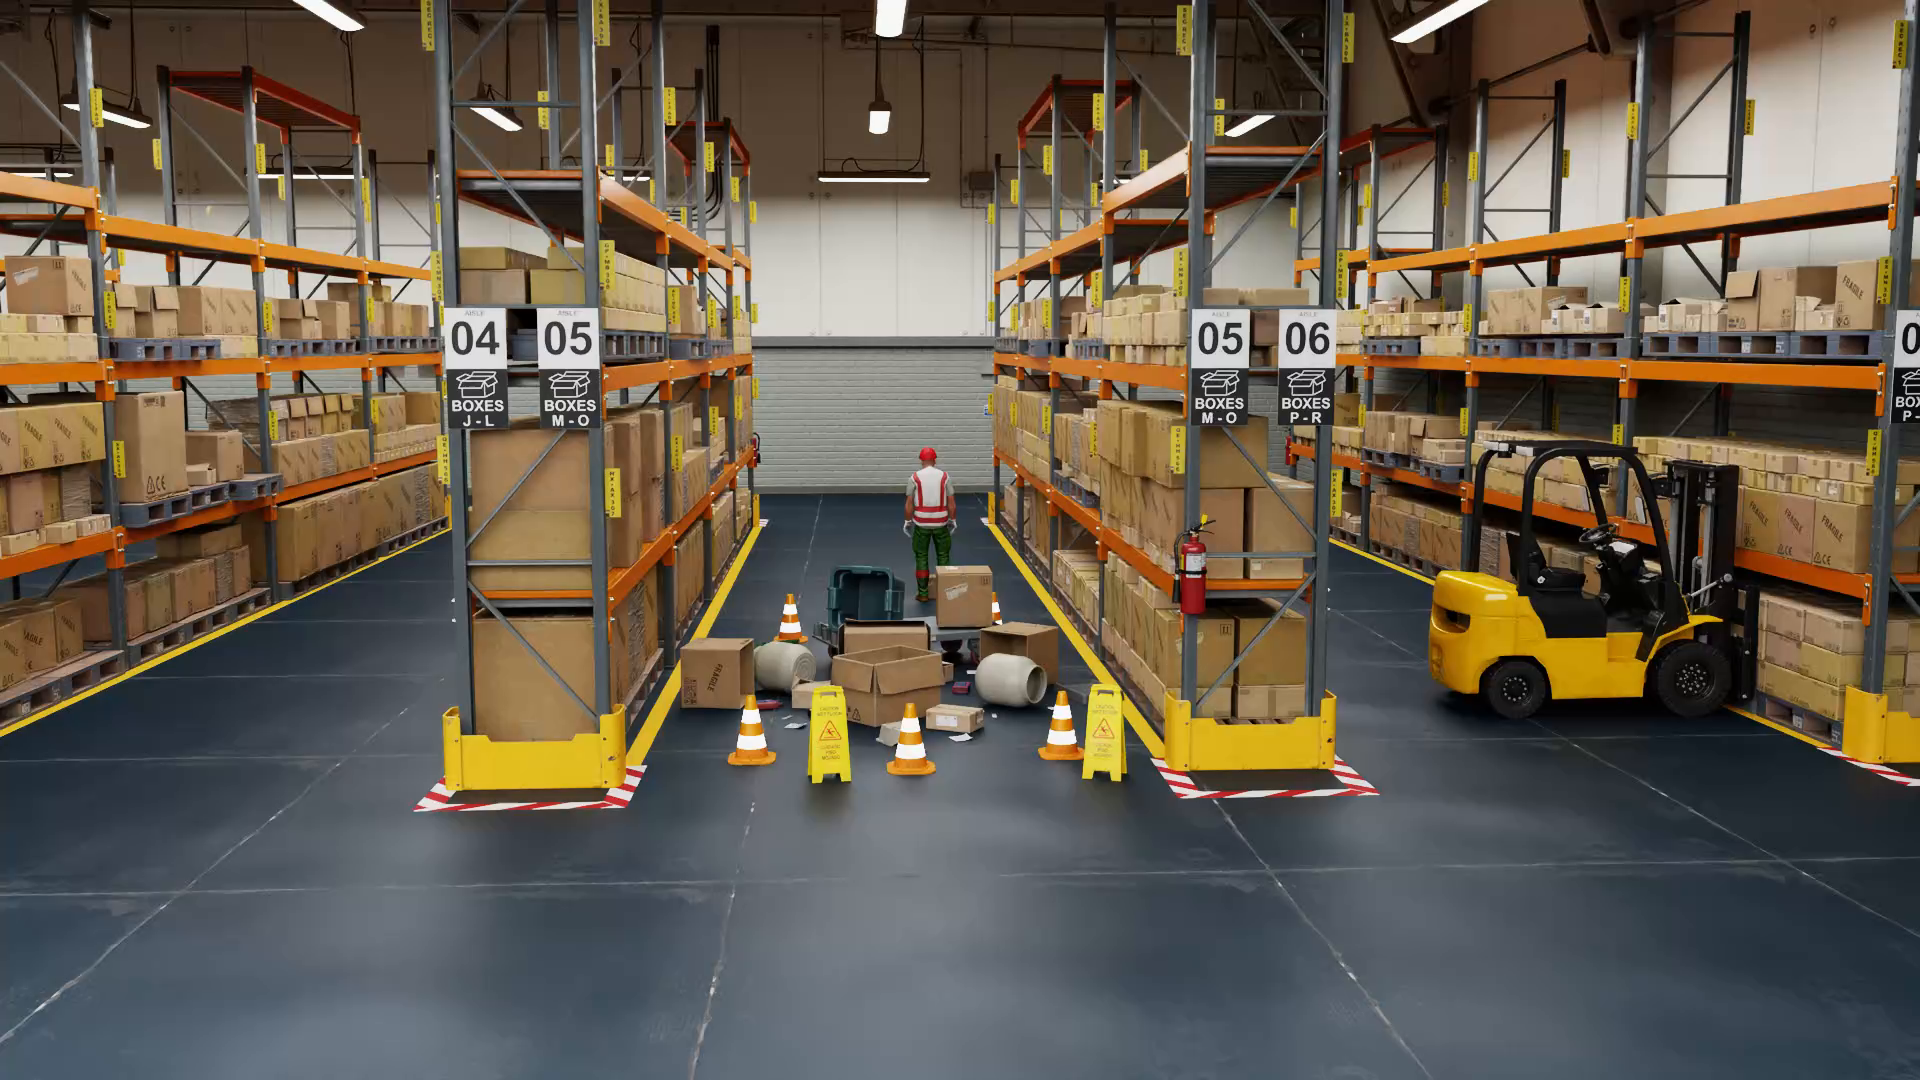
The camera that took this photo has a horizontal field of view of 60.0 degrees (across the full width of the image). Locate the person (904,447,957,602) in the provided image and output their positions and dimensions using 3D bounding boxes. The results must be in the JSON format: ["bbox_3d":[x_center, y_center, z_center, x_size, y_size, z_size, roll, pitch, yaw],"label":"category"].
[{"bbox_3d":[-0.341,-0.185,19.233,0.623,1.780,0.447,-1,7,-6],"label":"person"}]
